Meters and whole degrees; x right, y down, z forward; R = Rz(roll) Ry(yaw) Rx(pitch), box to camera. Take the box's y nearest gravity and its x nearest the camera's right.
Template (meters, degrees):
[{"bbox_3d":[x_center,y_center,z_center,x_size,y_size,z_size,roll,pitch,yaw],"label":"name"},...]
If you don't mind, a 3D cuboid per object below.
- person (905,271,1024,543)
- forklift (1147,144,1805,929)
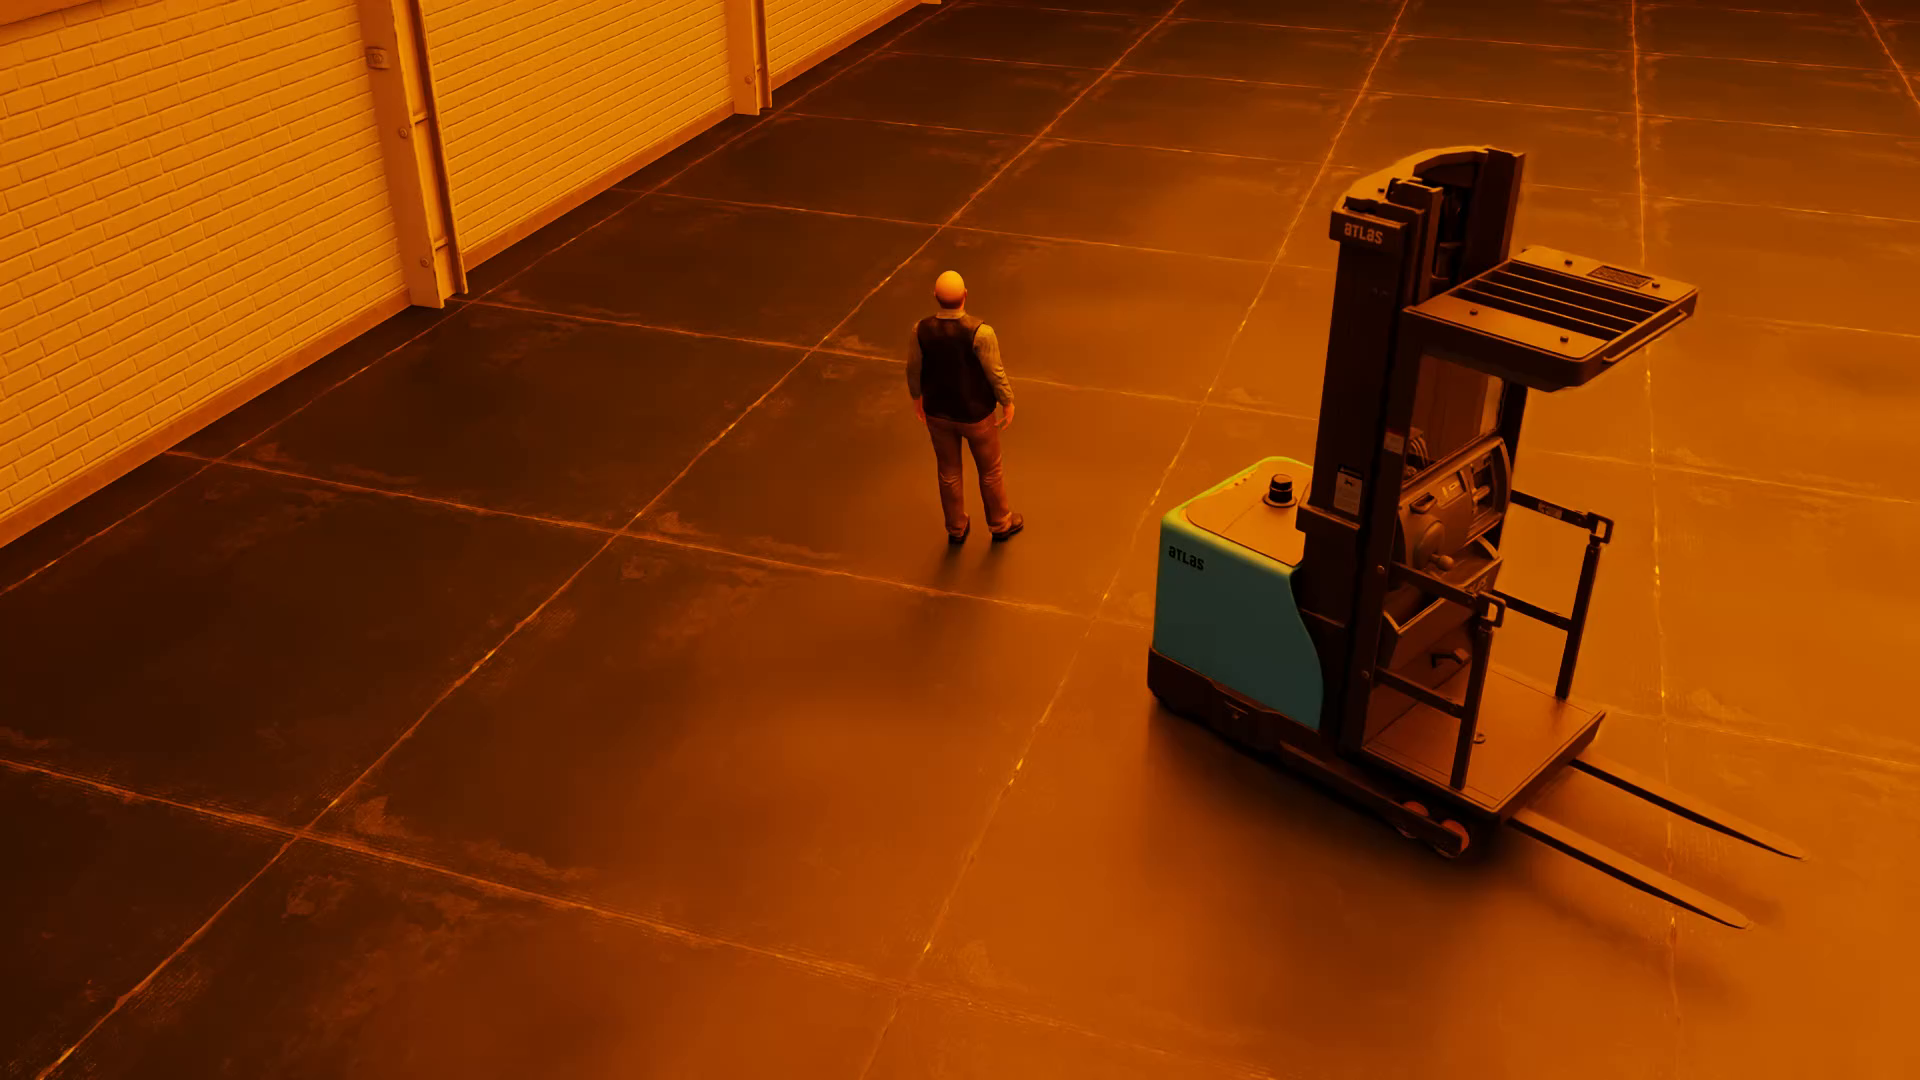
[{"bbox_3d":[0.027,-0.783,9.716,0.633,1.722,0.566,10,31,16],"label":"person"},{"bbox_3d":[2.376,-0.123,7.352,3.031,2.935,1.130,26,39,37],"label":"forklift"}]
